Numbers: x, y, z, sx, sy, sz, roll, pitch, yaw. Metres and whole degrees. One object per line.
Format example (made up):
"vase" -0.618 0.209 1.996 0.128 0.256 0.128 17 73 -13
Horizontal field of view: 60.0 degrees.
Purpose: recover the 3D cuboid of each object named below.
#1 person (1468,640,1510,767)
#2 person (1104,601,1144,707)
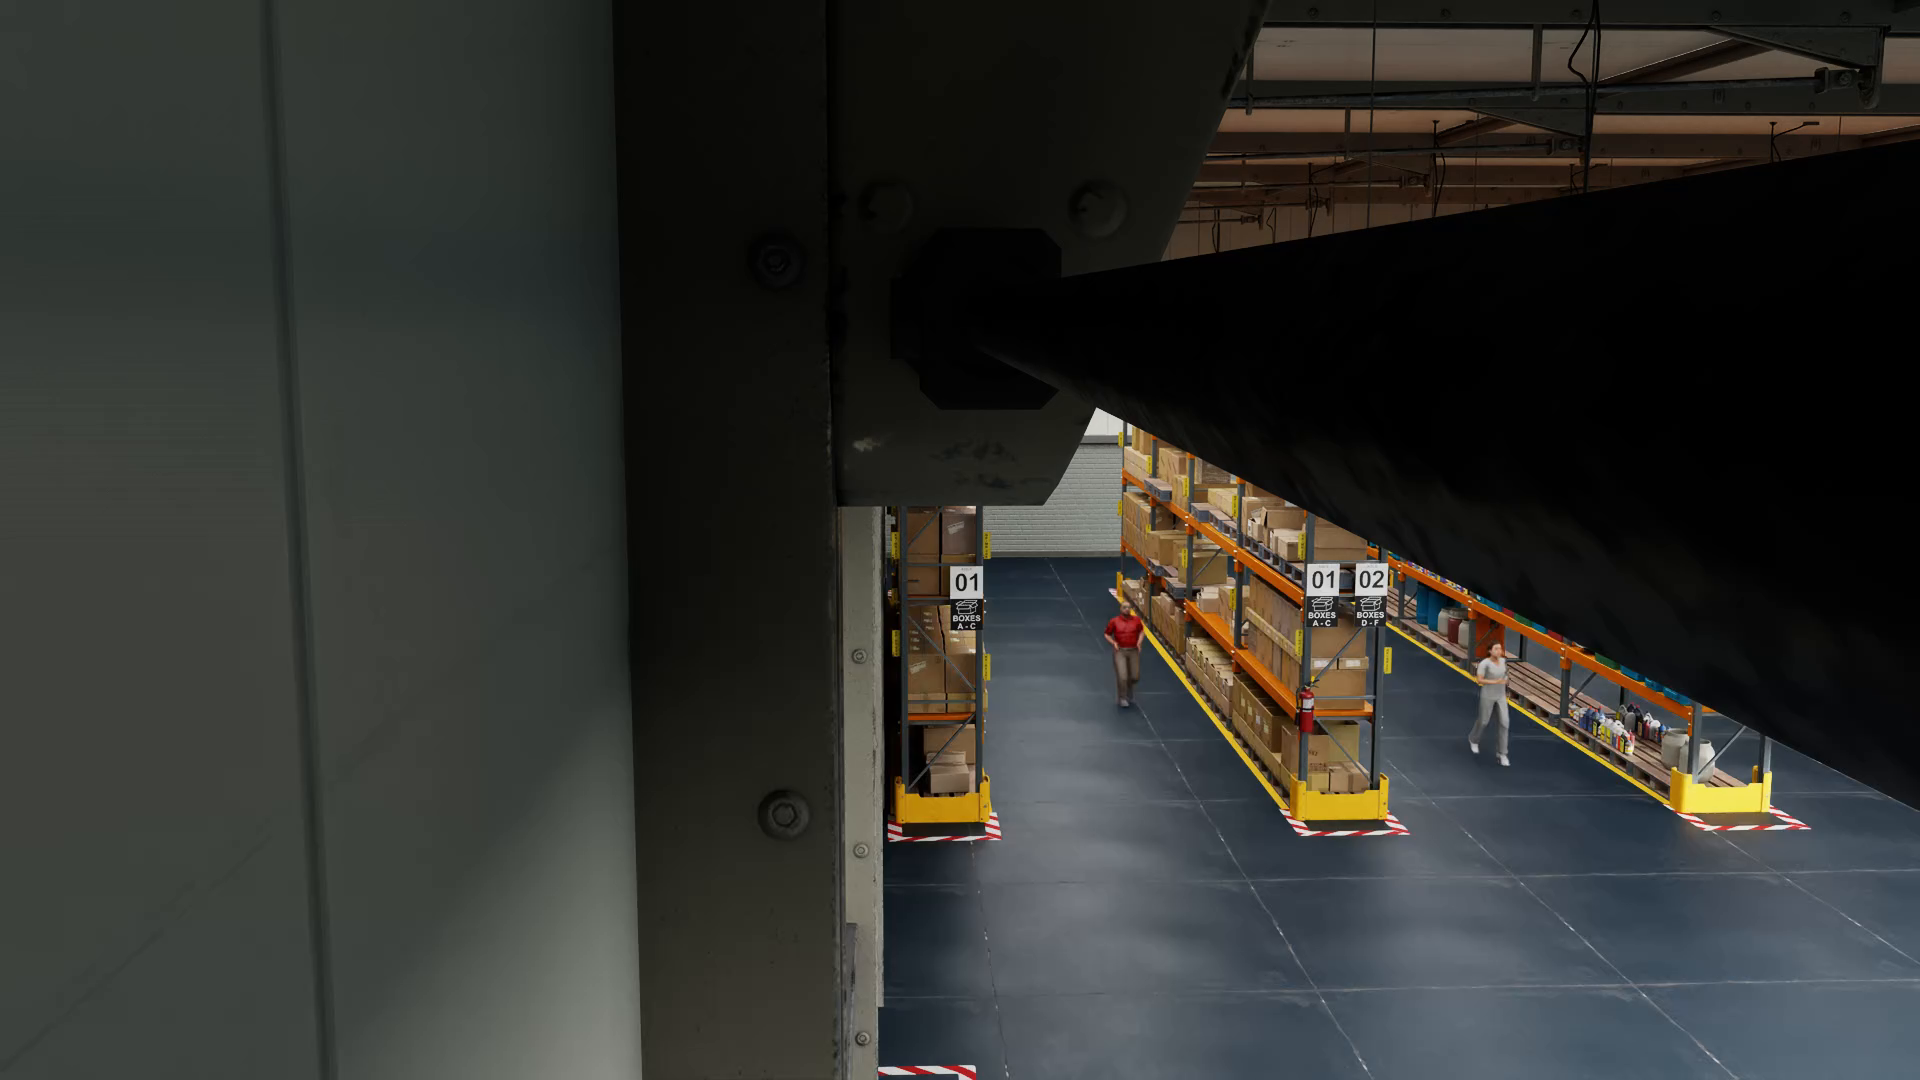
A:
"person" 7.420 2.234 23.257 0.566 1.721 0.831 -2 8 -14
"person" 2.628 1.798 26.404 0.659 1.674 0.622 -1 8 -6
